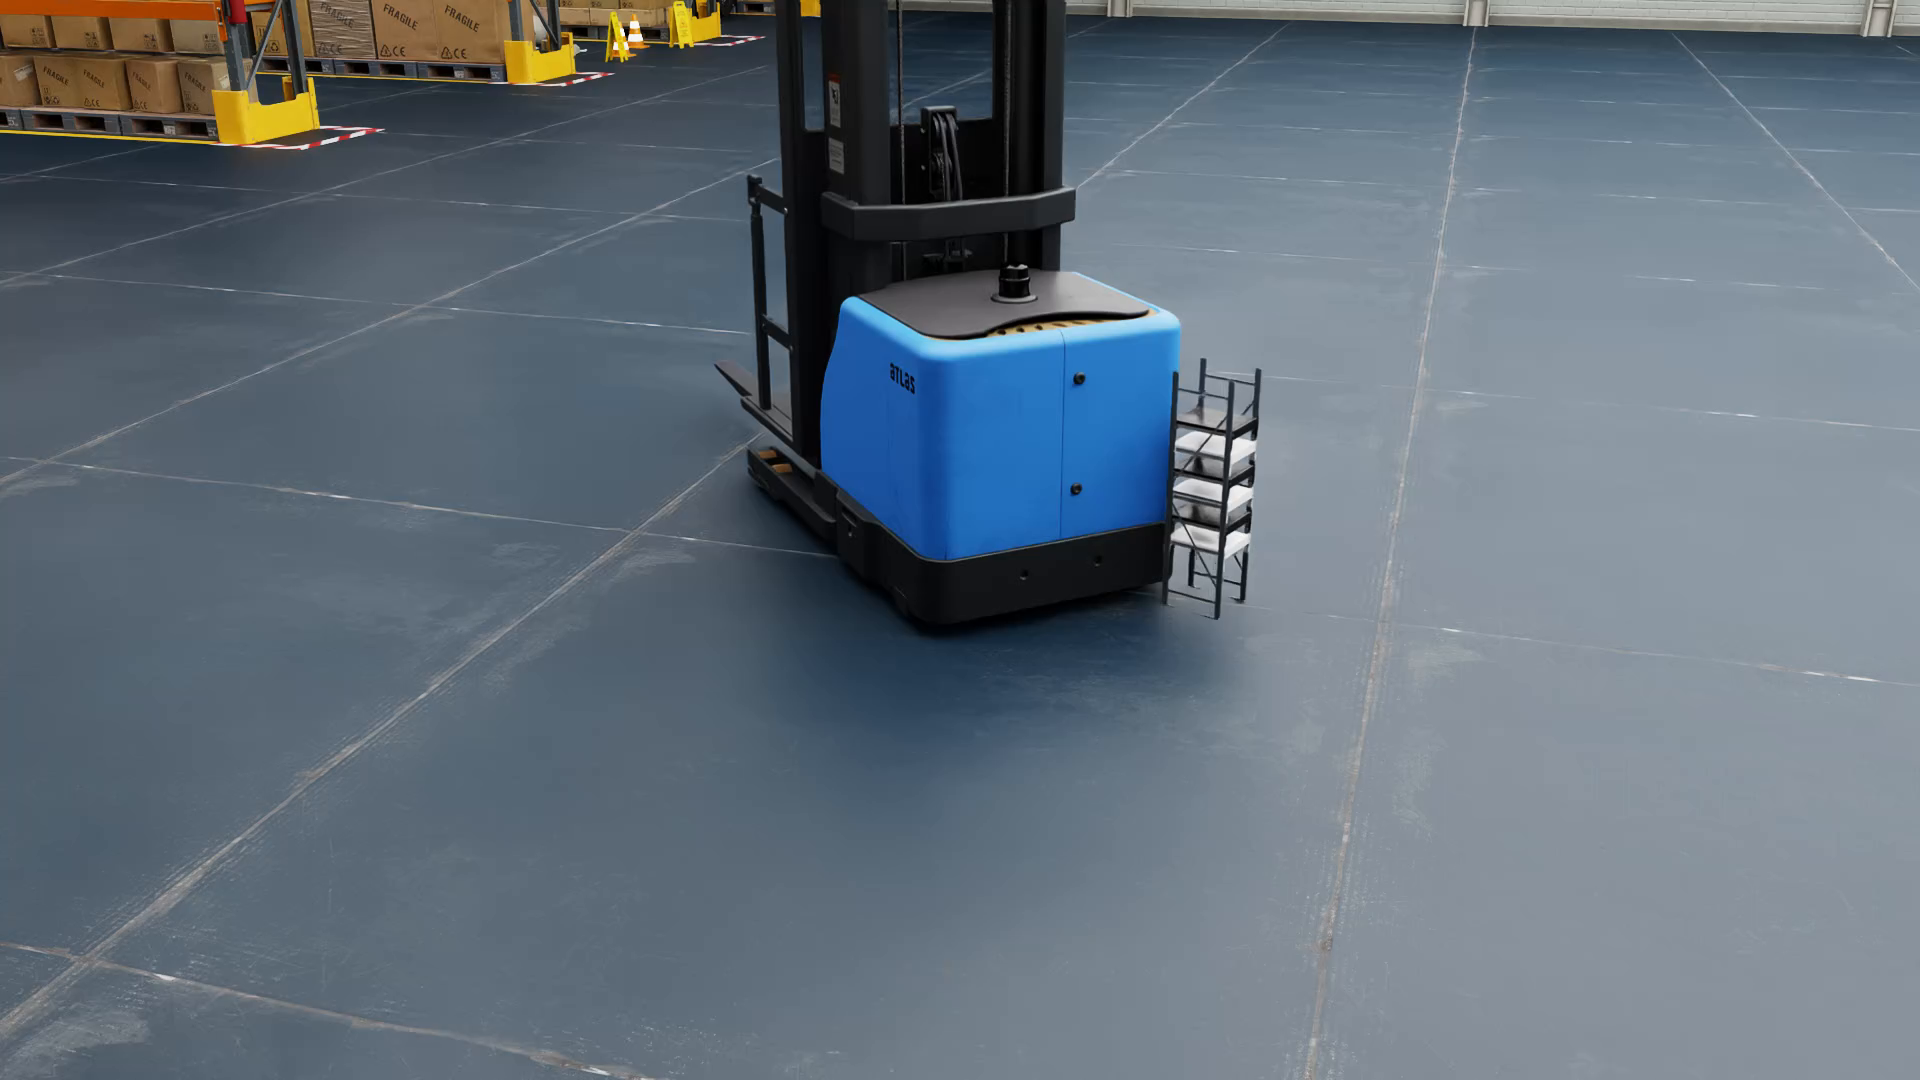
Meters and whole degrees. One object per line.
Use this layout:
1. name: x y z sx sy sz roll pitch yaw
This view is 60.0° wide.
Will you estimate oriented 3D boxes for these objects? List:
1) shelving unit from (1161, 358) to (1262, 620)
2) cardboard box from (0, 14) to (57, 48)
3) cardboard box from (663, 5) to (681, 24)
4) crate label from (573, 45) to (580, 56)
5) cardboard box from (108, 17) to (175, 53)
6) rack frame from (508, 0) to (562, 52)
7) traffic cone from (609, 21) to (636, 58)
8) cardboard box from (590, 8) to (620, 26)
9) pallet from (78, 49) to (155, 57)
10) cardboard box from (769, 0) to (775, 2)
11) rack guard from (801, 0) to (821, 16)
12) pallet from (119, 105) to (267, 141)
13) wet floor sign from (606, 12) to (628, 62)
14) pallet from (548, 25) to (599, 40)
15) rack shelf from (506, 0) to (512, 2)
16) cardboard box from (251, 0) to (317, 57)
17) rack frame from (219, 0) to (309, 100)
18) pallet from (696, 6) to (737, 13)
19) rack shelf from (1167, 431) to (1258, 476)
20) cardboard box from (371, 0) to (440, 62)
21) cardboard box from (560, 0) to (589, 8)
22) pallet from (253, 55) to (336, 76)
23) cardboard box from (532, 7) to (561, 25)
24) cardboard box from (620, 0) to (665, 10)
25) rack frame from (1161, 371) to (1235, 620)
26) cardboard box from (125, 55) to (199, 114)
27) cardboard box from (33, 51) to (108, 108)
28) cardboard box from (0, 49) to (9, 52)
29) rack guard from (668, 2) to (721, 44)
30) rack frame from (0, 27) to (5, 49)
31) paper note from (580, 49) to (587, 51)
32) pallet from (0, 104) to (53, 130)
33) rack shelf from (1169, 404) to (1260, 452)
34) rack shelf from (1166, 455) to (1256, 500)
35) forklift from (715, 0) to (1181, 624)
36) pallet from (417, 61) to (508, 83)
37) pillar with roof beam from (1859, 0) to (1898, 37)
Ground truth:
1. shelving unit: 0.907 -0.182 6.028 0.258 0.900 0.210 15 27 33
2. cardboard box: -12.396 -7.155 22.671 0.750 0.750 1.050 6 23 15
3. cardboard box: -4.654 -8.145 25.743 0.500 0.250 0.500 6 23 15
4. crate label: -5.511 -6.911 23.437 0.298 0.136 0.250 -5 23 -12
5. cardboard box: -10.666 -6.958 22.192 0.750 0.750 1.050 7 23 15
6. rack frame: -5.294 -7.224 20.429 0.127 3.000 1.000 7 23 16
7. traffic cone: -4.741 -6.998 23.220 0.334 0.463 0.336 7 23 16
8. cardboard box: -5.306 -8.006 25.405 0.500 0.250 0.500 7 23 16
9. pallet: -11.056 -6.563 22.491 1.213 0.211 1.003 7 23 16
10. cardboard box: -3.072 -9.696 29.526 0.500 0.250 0.500 7 23 16
11. rack guard: -2.508 -9.678 29.706 0.348 0.500 1.175 7 23 16
12. pallet: -7.664 -4.253 16.860 1.213 0.211 1.003 7 23 16
13. wet floor sign: -4.695 -6.851 22.622 0.232 0.644 0.267 3 22 6
14. pallet: -5.966 -7.988 25.966 1.213 0.211 1.003 7 23 16
15. rack shelf: -7.209 -7.110 21.100 4.000 0.370 1.077 7 23 16
16. cardboard box: -8.542 -6.779 21.591 0.875 0.875 0.875 7 23 16
17. rack frame: -6.824 -5.433 16.062 0.127 3.000 1.000 7 23 16
18. pallet: -4.439 -9.750 30.262 1.213 0.211 1.003 7 23 15
19. rack shelf: 0.907 -0.318 5.973 0.258 0.077 0.200 15 27 33
20. cardboard box: -6.806 -6.581 21.108 0.875 0.875 0.875 6 23 15
21. cardboard box: -5.785 -8.410 25.401 0.500 0.500 0.500 6 23 14
22. pallet: -8.418 -6.261 21.754 1.213 0.211 1.003 7 23 15
23. cardboard box: -6.281 -8.120 25.682 0.500 0.250 0.500 6 23 15
24. cardboard box: -4.803 -8.296 25.123 0.500 0.500 0.500 7 23 16
25. rack frame: 0.848 -0.151 5.952 0.240 0.900 0.006 15 27 33
26. cardboard box: -7.999 -4.598 16.768 0.500 0.500 0.500 13 26 29
27. cardboard box: -9.114 -4.751 17.141 0.500 0.500 0.500 4 23 11
28. cardboard box: -10.282 -4.851 17.384 0.500 0.500 0.500 6 23 14
29. rack guard: -4.034 -7.885 25.335 0.348 0.500 1.175 7 23 16
30. rack frame: -12.953 -8.101 22.567 0.127 3.000 1.000 7 23 16
31. paper note: -5.441 -7.040 23.893 0.142 0.019 0.148 -1 22 -3
32. pallet: -10.000 -4.521 17.512 1.213 0.211 1.003 7 23 16
33. rack shelf: 0.907 -0.401 5.939 0.258 0.077 0.200 15 27 33
34. rack shelf: 0.907 -0.235 6.007 0.258 0.077 0.200 15 27 33
35. forklift: -0.283 -1.584 6.768 1.130 2.935 3.031 -10 24 -23
36. pallet: -6.082 -5.993 21.102 1.213 0.211 1.003 7 23 15
37. pillar with roof beam: 13.052 -10.479 20.460 0.400 9.000 9.100 7 23 16
